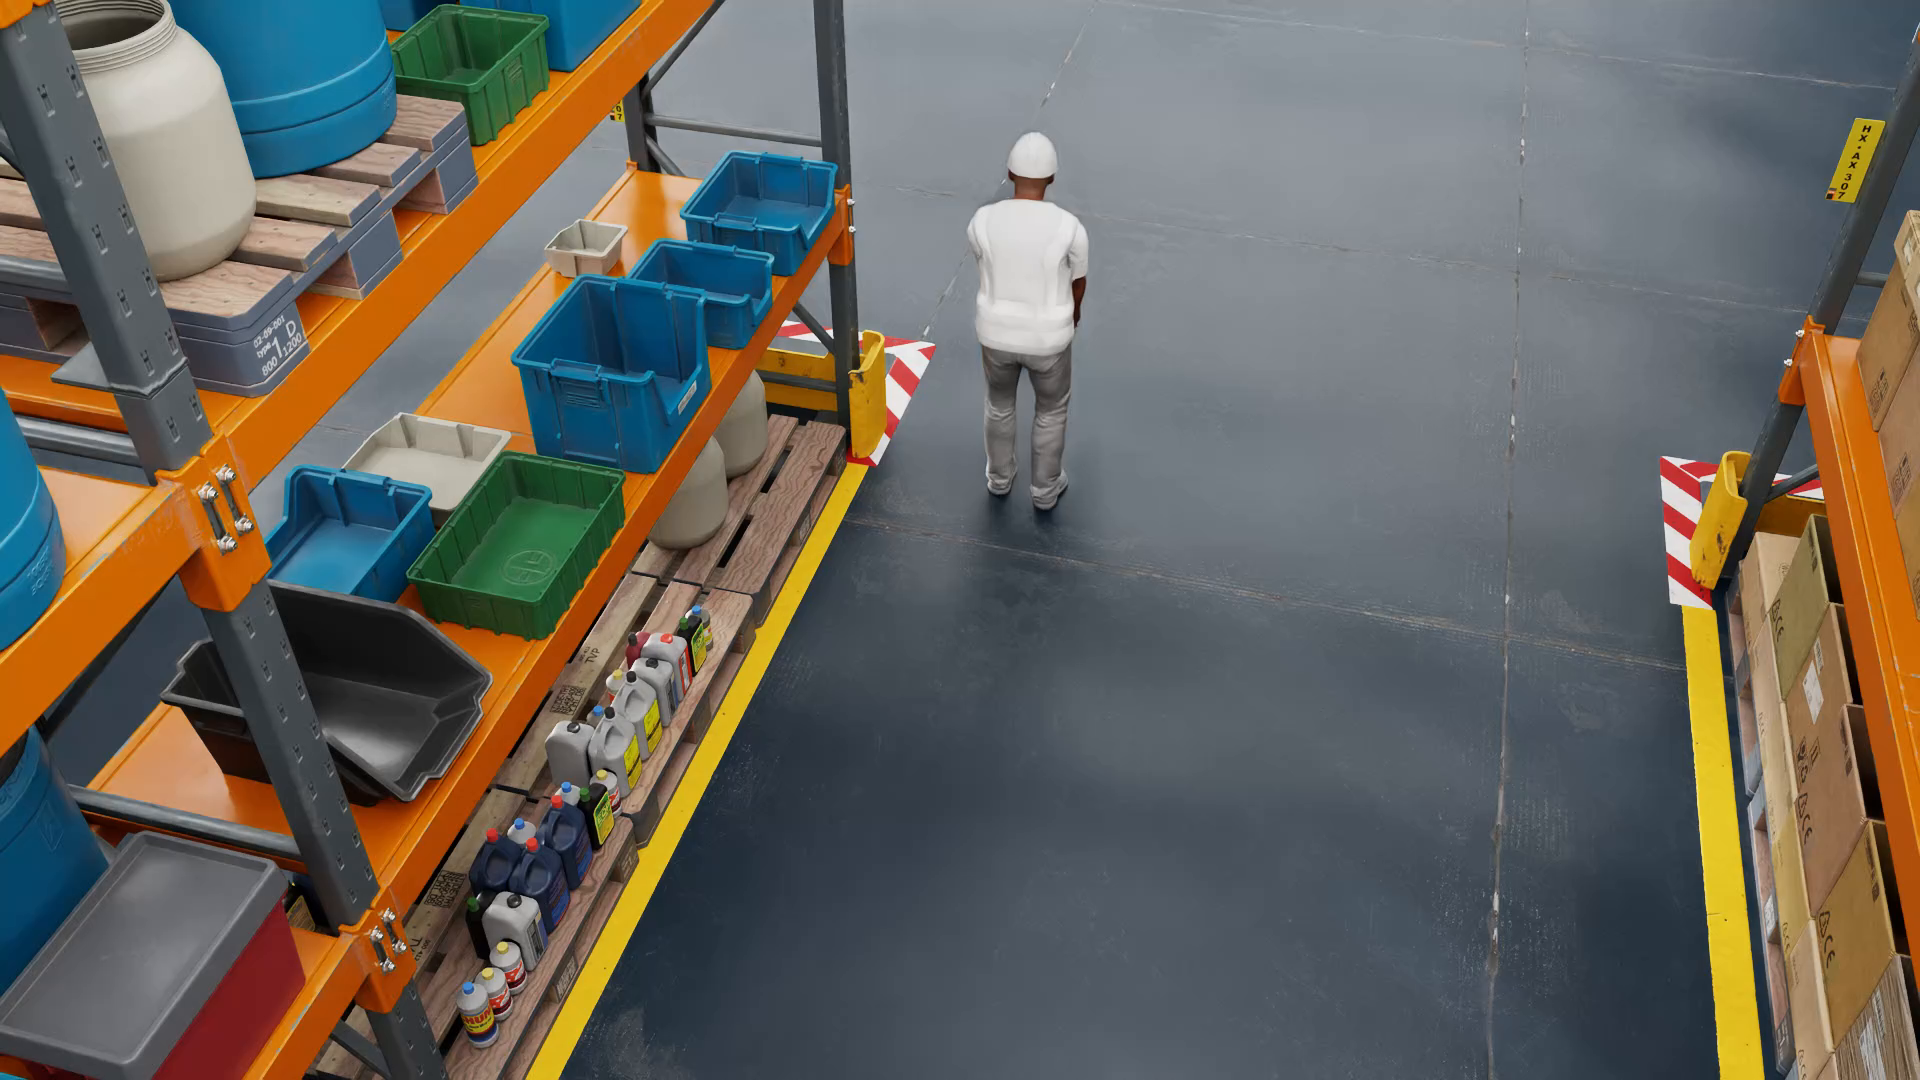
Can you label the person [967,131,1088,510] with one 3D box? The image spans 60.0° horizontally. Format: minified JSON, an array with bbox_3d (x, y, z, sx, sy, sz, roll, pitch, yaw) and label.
[{"bbox_3d":[0.296,-0.956,7.262,0.502,1.747,0.586,9,42,11],"label":"person"}]
